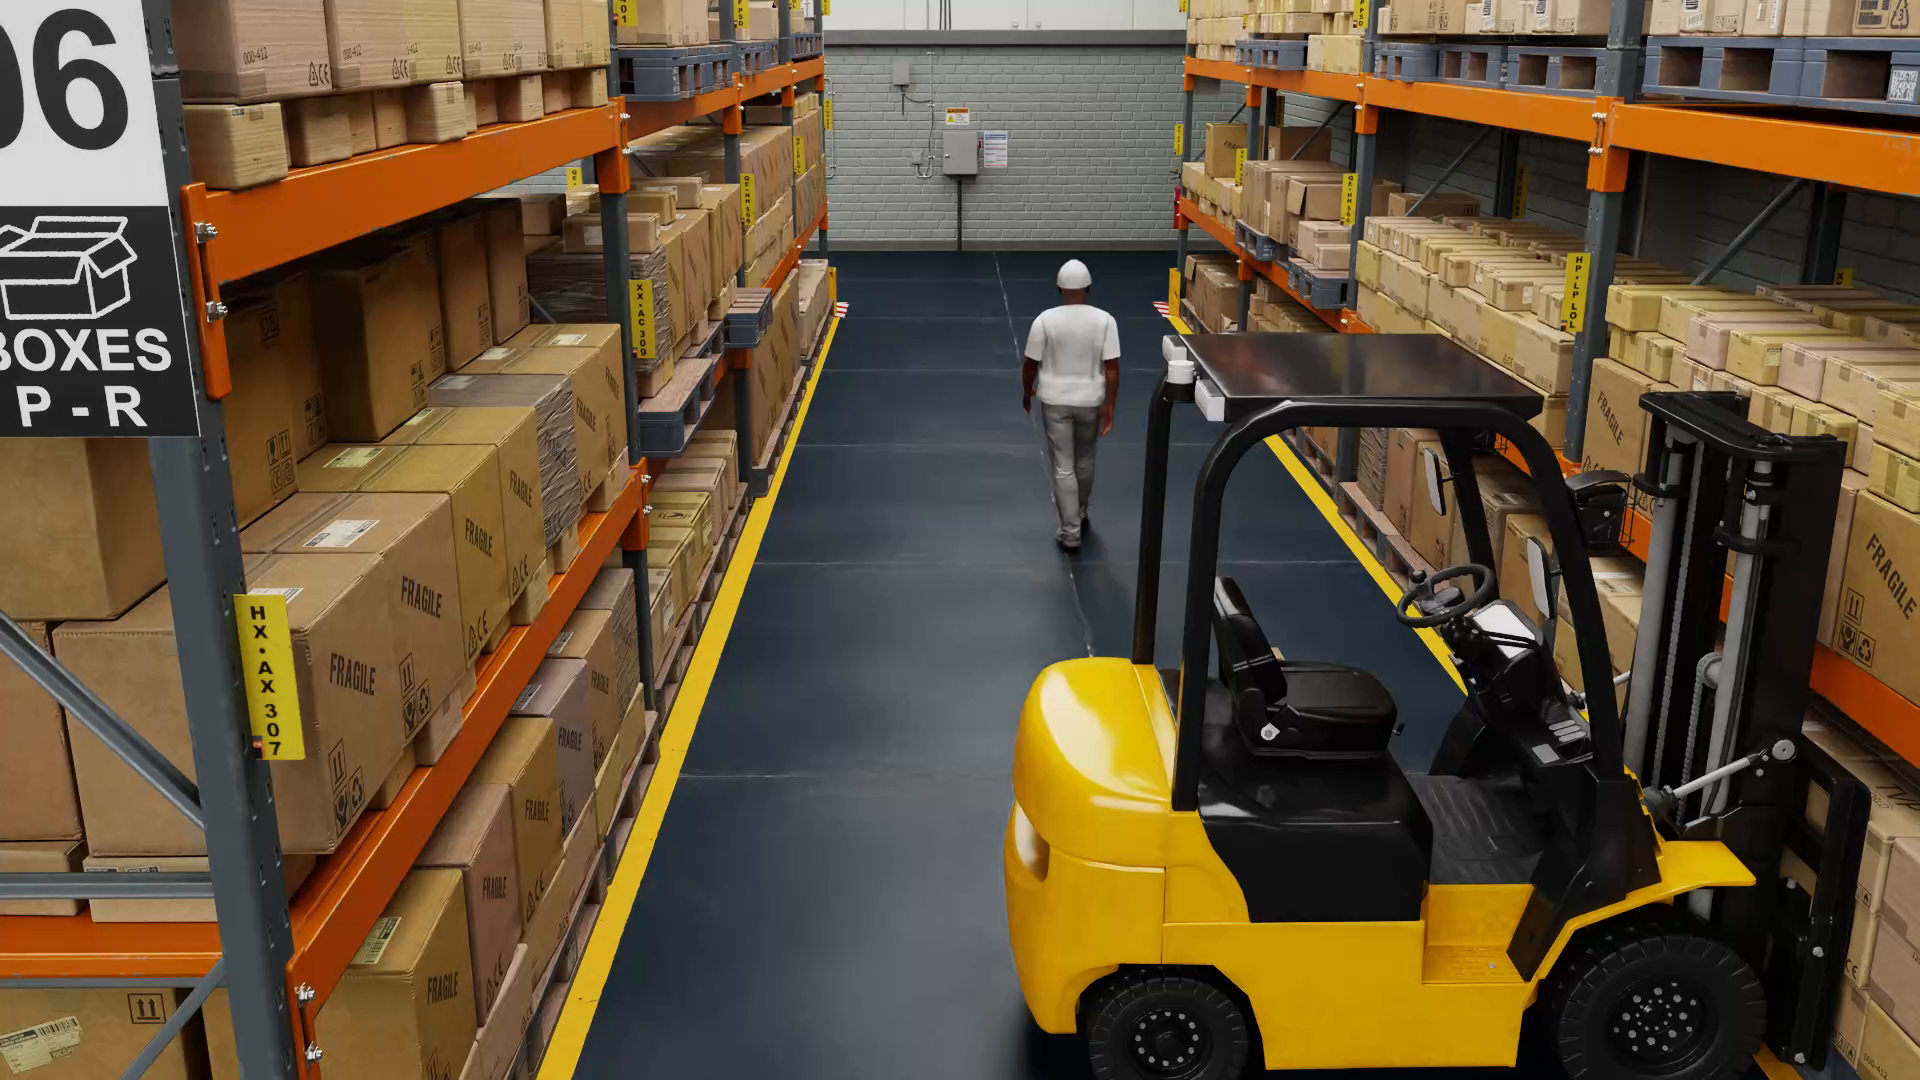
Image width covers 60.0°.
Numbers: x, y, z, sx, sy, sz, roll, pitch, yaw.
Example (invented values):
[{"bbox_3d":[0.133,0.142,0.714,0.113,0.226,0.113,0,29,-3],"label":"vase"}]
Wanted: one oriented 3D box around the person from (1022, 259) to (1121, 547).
[{"bbox_3d":[0.666,-0.894,10.377,0.571,1.736,0.928,-2,17,-6],"label":"person"}]
